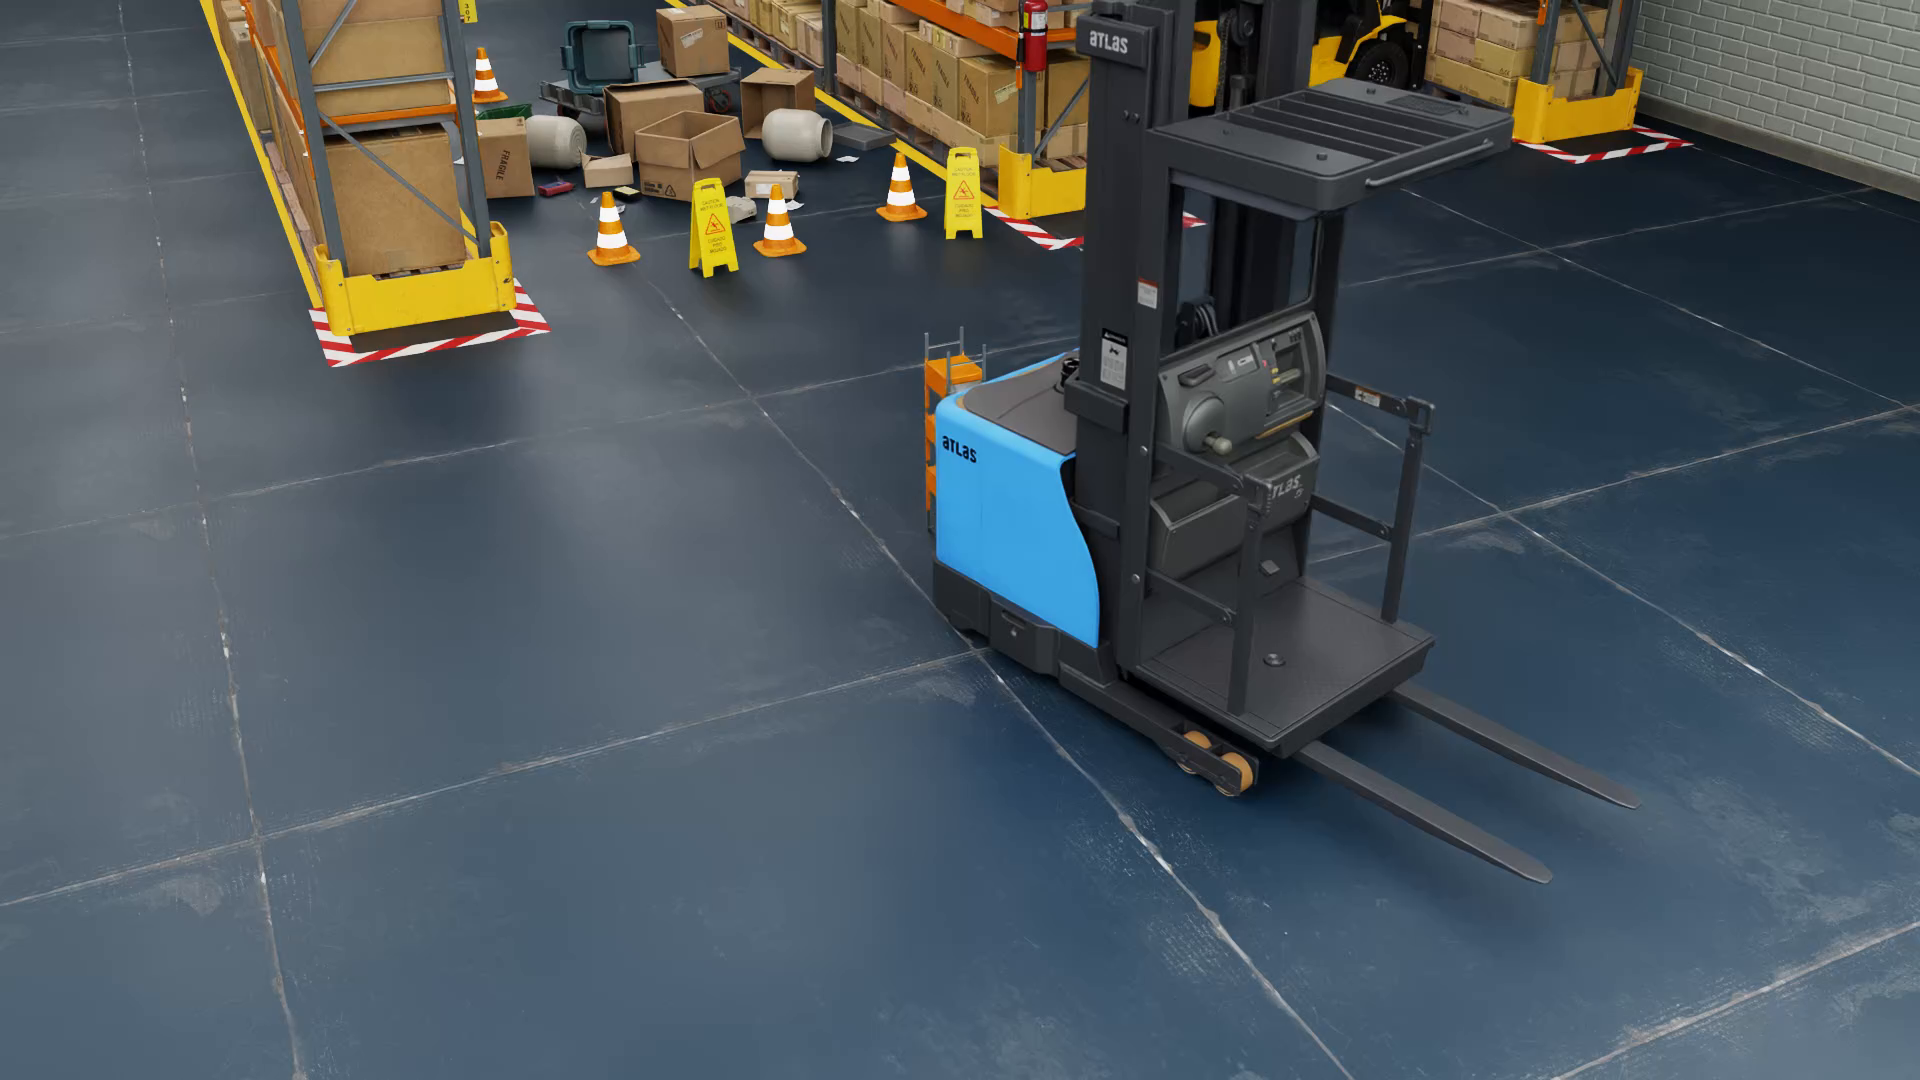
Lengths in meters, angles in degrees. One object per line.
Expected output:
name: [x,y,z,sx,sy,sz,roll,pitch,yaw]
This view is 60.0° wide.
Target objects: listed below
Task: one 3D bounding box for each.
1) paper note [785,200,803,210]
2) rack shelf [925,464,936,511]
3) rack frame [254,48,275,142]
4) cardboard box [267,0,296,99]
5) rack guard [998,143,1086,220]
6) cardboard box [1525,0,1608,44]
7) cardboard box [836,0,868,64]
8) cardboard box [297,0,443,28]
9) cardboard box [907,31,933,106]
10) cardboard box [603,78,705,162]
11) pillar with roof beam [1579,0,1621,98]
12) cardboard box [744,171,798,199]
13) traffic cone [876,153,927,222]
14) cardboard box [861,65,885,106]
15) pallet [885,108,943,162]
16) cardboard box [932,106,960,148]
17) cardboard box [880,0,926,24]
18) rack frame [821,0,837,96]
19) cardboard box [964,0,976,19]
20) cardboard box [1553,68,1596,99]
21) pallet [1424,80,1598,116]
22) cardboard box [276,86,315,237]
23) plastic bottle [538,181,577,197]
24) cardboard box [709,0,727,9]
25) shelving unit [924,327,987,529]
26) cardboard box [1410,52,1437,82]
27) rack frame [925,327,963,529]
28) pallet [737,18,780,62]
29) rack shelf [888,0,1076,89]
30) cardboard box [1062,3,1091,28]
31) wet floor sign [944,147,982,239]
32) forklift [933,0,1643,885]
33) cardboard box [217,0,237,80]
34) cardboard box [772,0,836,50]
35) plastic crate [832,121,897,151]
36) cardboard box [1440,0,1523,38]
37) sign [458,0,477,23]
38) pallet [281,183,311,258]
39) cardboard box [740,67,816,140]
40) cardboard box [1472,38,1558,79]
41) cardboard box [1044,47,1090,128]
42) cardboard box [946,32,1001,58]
paper note: [-1.298,-2.587,12.833,0.142,0.019,0.148,26,38,38]
rack shelf: [-0.023,-0.230,8.176,0.215,0.259,0.240,-13,32,-22]
rack frame: [-5.239,-4.566,13.325,1.000,3.000,0.127,-13,32,-22]
cardboard box: [-3.978,-3.257,10.838,0.875,0.550,0.550,-13,32,-22]
rack guard: [0.873,-2.826,12.778,1.175,0.500,0.348,-13,32,-22]
cardboard box: [5.352,-4.599,14.743,0.500,0.250,0.500,-14,32,-23]
cardboard box: [-0.802,-4.643,15.079,0.500,0.500,0.500,-12,31,-20]
cardboard box: [-3.646,-3.507,10.180,0.875,0.550,0.550,-13,32,-22]
cardboard box: [-0.111,-3.947,13.837,0.500,0.500,0.500,-14,32,-23]
cardboard box: [-2.544,-3.509,13.854,0.797,0.637,0.503,-13,32,-22]
pillar with roof beam: [2.014,-7.136,11.775,9.100,9.000,0.400,-13,32,-22]
cardboard box: [-1.481,-2.794,13.080,0.380,0.149,0.250,2,29,4]
traffic cone: [-0.444,-2.695,12.583,0.336,0.463,0.334,-13,32,-22]
cardboard box: [-0.563,-4.083,14.846,0.500,0.250,0.500,-11,31,-19]
pallet: [0.036,-3.604,14.462,1.003,0.211,1.213,-13,32,-22]
cardboard box: [0.100,-3.398,13.624,0.500,0.250,0.500,-13,32,-22]
cardboard box: [-0.462,-4.513,14.184,0.380,0.149,0.250,-11,31,-19]
rack frame: [-0.812,-5.650,15.258,1.000,3.000,0.127,-13,32,-22]
cardboard box: [0.252,-4.100,12.751,0.380,0.149,0.250,-14,32,-23]
cardboard box: [5.353,-4.168,14.999,0.500,0.250,0.500,-13,32,-22]
pallet: [5.021,-4.039,15.237,1.003,0.211,1.213,-13,32,-22]
cardboard box: [-4.252,-2.729,11.793,0.875,0.875,0.875,-14,32,-23]
plastic bottle: [-3.181,-2.787,13.158,0.133,0.061,0.283,26,38,38]
cardboard box: [-2.295,-6.202,18.500,0.950,0.372,0.625,-15,33,-25]
shelving unit: [-0.023,-0.482,8.035,0.215,1.050,0.252,-13,32,-22]
cardboard box: [4.488,-4.496,15.583,0.500,0.250,0.500,-13,32,-21]
rack frame: [-0.075,-0.535,8.131,0.200,1.050,0.008,-13,32,-22]
pallet: [-1.675,-5.317,17.515,1.003,0.211,1.213,-13,32,-22]
rack shelf: [0.047,-4.452,13.859,1.077,0.370,4.000,-13,32,-22]
cardboard box: [0.947,-3.967,12.514,0.380,0.149,0.250,-13,32,-22]
wet floor sign: [0.021,-2.547,12.133,0.267,0.644,0.232,-3,29,-5]
forklift: [1.238,-0.564,6.260,1.130,2.935,3.031,-24,37,-36]
cardboard box: [-6.398,-4.861,15.723,1.050,0.750,0.750,-13,32,-21]
cardboard box: [-1.351,-5.235,16.776,0.950,0.372,0.625,-11,31,-19]
plastic crate: [-0.878,-3.510,14.428,0.583,0.080,0.402,26,38,38]
cardboard box: [4.683,-4.709,14.940,0.500,0.250,0.500,-12,32,-21]
sign: [-3.018,-3.325,10.146,0.100,0.325,0.005,-13,32,-22]
pallet: [-4.455,-2.457,12.416,1.003,0.211,1.213,-13,32,-22]
cardboard box: [-1.581,-3.801,14.515,0.500,0.500,0.500,7,30,13]
cardboard box: [4.896,-4.278,14.683,0.500,0.250,0.500,-14,32,-23]
cardboard box: [0.798,-3.618,13.251,0.500,0.500,0.500,-14,32,-24]
cardboard box: [0.108,-3.924,13.132,0.380,0.149,0.250,-12,31,-21]
